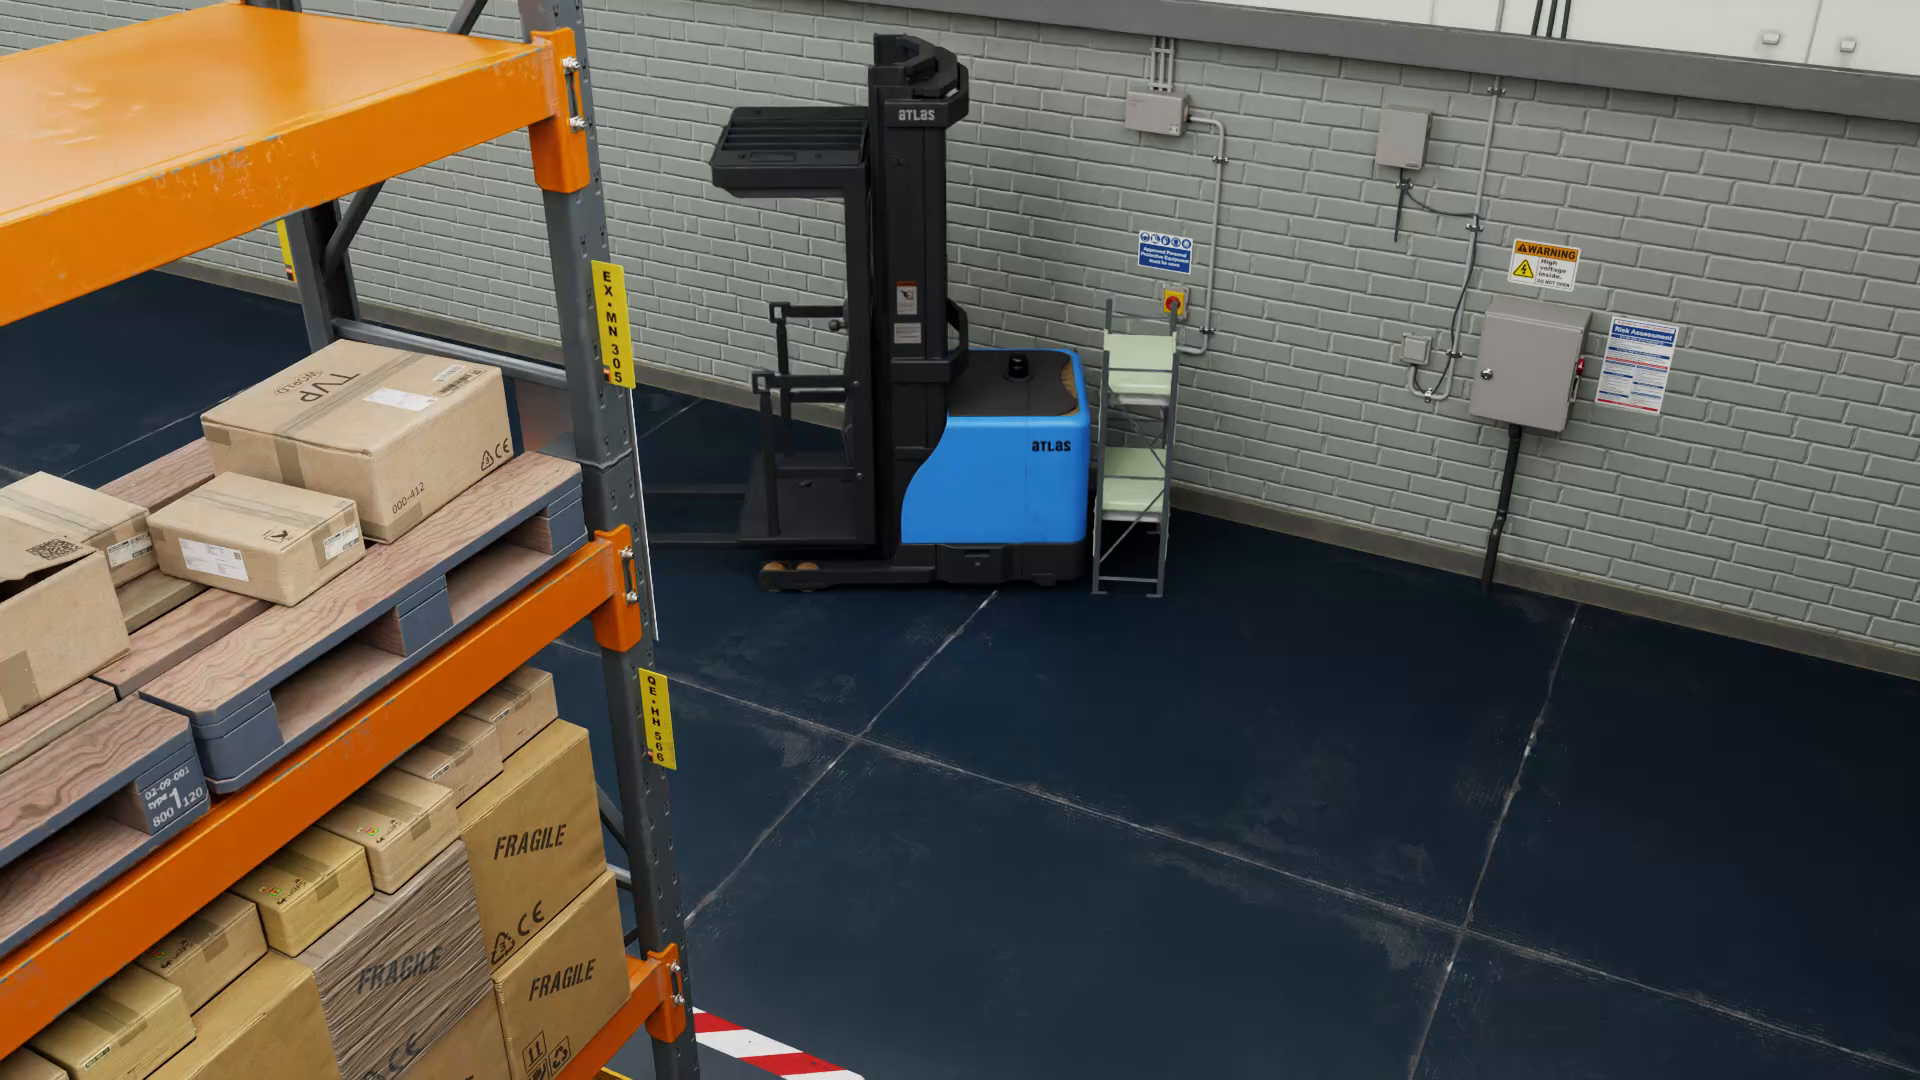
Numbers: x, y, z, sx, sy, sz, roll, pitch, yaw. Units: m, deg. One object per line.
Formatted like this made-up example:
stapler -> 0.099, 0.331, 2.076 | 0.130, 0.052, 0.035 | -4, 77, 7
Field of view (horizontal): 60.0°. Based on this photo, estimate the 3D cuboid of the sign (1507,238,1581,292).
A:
sign -> 3.056, -1.440, 8.706 | 0.339, 0.242, 0.001 | 14, 33, 23

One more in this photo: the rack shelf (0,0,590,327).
rack shelf -> -2.252, -0.243, 2.551 | 1.077, 0.370, 4.000 | 14, 33, 23

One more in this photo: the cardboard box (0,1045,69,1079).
cardboard box -> -1.995, 1.123, 3.317 | 0.380, 0.149, 0.250 | 15, 33, 25

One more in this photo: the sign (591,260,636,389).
sign -> -0.864, -0.534, 4.137 | 0.100, 0.325, 0.005 | 14, 33, 23

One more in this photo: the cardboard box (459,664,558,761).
cardboard box -> -1.326, 0.433, 4.519 | 0.380, 0.149, 0.250 | 15, 33, 24

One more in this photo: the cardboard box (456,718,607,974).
cardboard box -> -1.349, 0.777, 4.570 | 0.500, 0.500, 0.500 | 15, 33, 25

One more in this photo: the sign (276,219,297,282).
sign -> -1.832, -0.856, 4.550 | 0.100, 0.325, 0.005 | 14, 33, 23

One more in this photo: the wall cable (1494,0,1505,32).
wall cable -> 1.668, -4.029, 8.019 | 2.355, 3.000, 0.029 | 14, 33, 23

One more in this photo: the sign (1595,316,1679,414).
sign -> 3.545, -0.916, 8.718 | 0.329, 0.494, 0.001 | 14, 33, 23

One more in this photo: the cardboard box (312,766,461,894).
cardboard box -> -1.463, 0.684, 4.081 | 0.380, 0.149, 0.250 | 14, 33, 23

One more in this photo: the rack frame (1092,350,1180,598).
rack frame -> 0.955, -0.337, 9.122 | 0.400, 1.500, 0.023 | 3, 30, 5

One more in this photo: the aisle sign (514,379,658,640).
aisle sign -> -1.032, -0.102, 4.596 | 0.394, 0.787, 0.004 | 14, 33, 23

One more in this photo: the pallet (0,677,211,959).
pallet -> -2.224, 0.598, 3.063 | 1.003, 0.211, 1.213 | 14, 33, 23

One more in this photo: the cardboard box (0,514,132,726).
cardboard box -> -2.067, 0.151, 3.320 | 0.500, 0.311, 0.500 | 15, 33, 24

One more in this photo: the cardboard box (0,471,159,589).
cardboard box -> -2.041, 0.000, 3.747 | 0.380, 0.149, 0.250 | 16, 33, 25

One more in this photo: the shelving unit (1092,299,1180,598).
shelving unit -> 0.991, -0.519, 9.438 | 0.431, 1.500, 0.755 | 3, 30, 5

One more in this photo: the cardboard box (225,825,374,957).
cardboard box -> -1.614, 0.787, 3.902 | 0.380, 0.149, 0.250 | 15, 33, 24

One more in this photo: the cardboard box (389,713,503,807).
cardboard box -> -1.420, 0.551, 4.313 | 0.380, 0.149, 0.250 | 15, 33, 24

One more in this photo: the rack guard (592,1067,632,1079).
rack guard -> -1.330, 2.060, 5.951 | 1.175, 0.500, 0.348 | 14, 33, 23

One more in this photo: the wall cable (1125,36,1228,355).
wall cable -> 1.207, -1.972, 9.411 | 0.585, 1.953, 0.123 | 14, 33, 23

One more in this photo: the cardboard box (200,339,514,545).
cardboard box -> -1.466, -0.255, 4.088 | 0.500, 0.250, 0.500 | 11, 32, 19

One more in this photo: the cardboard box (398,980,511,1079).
cardboard box -> -1.567, 1.436, 4.427 | 0.500, 0.500, 0.500 | 14, 33, 22

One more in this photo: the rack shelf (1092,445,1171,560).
rack shelf -> 0.991, -0.236, 9.600 | 0.431, 0.370, 0.720 | 3, 30, 5

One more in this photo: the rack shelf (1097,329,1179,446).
rack shelf -> 0.991, -0.857, 9.243 | 0.431, 0.370, 0.720 | 3, 30, 5

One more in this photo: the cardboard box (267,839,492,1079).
cardboard box -> -1.561, 1.016, 4.155 | 0.500, 0.500, 0.500 | 14, 33, 23

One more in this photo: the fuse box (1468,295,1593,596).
fuse box -> 3.011, -0.418, 9.051 | 0.539, 1.711, 0.414 | 14, 33, 23

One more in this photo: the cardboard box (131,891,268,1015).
cardboard box -> -1.797, 0.887, 3.729 | 0.380, 0.149, 0.250 | 14, 33, 23

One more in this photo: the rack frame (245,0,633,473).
rack frame -> -1.341, -1.615, 3.816 | 1.000, 3.000, 0.127 | 14, 33, 23

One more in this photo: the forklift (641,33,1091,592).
forklift -> -0.787, -1.237, 9.251 | 3.031, 2.935, 1.130 | 0, 30, 0

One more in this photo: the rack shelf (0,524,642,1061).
rack shelf -> -2.252, 0.885, 3.198 | 1.077, 0.370, 4.000 | 14, 33, 23

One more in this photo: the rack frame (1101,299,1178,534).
rack frame -> 1.027, -0.700, 9.753 | 0.400, 1.500, 0.023 | 3, 30, 5

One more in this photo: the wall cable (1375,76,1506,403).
wall cable -> 2.475, -1.642, 8.868 | 0.588, 1.984, 0.122 | 14, 33, 23

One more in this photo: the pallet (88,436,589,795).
pallet -> -1.670, 0.056, 4.008 | 1.003, 0.211, 1.213 | 14, 33, 23

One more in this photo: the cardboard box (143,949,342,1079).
cardboard box -> -1.789, 1.234, 3.774 | 0.500, 0.500, 0.500 | 14, 33, 23

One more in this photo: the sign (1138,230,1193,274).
sign -> 1.192, -1.674, 9.671 | 0.327, 0.218, 0.001 | 14, 33, 23

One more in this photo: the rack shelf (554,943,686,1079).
rack shelf -> -2.252, 2.185, 3.945 | 1.077, 0.370, 4.000 | 14, 33, 23

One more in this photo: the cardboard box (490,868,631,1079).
cardboard box -> -1.325, 1.217, 4.808 | 0.500, 0.500, 0.500 | 14, 33, 24

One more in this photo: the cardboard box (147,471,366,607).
cardboard box -> -1.586, -0.007, 3.758 | 0.380, 0.149, 0.250 | 12, 32, 19

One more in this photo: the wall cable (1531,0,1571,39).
wall cable -> 4.131, -3.396, 6.881 | 2.988, 3.039, 0.133 | 14, 33, 23

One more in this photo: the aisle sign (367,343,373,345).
aisle sign -> -1.566, -0.238, 4.833 | 0.394, 0.787, 0.004 | 14, 33, 23

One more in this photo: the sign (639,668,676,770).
sign -> -0.864, 0.511, 4.738 | 0.100, 0.325, 0.005 | 14, 33, 23

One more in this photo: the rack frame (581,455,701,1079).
rack frame -> -1.341, 0.987, 5.310 | 1.000, 3.000, 0.127 | 14, 33, 23

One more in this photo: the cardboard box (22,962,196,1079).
cardboard box -> -1.859, 1.011, 3.512 | 0.380, 0.149, 0.250 | 15, 33, 24
